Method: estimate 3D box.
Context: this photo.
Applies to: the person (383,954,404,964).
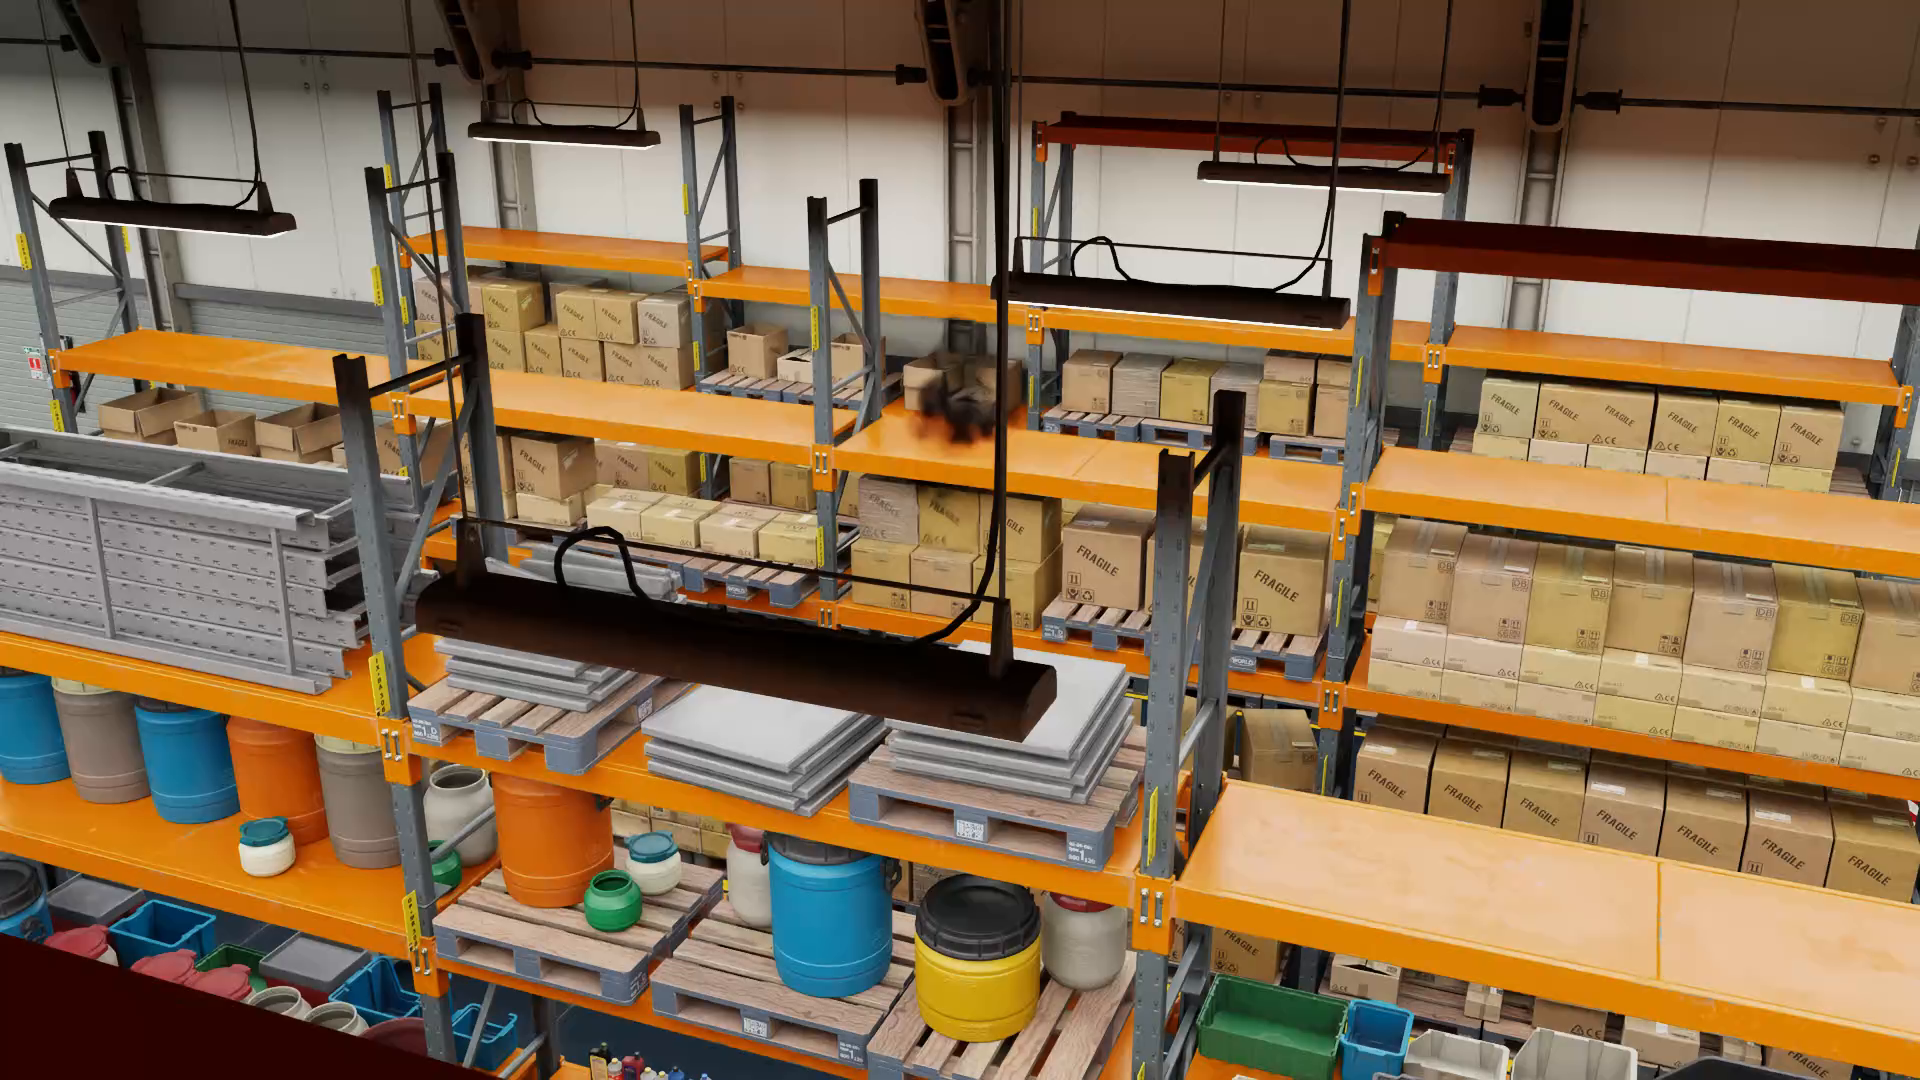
[{"bbox_3d":[-4.694,2.627,13.065,0.750,1.788,0.640,6,22,14],"label":"person"}]
